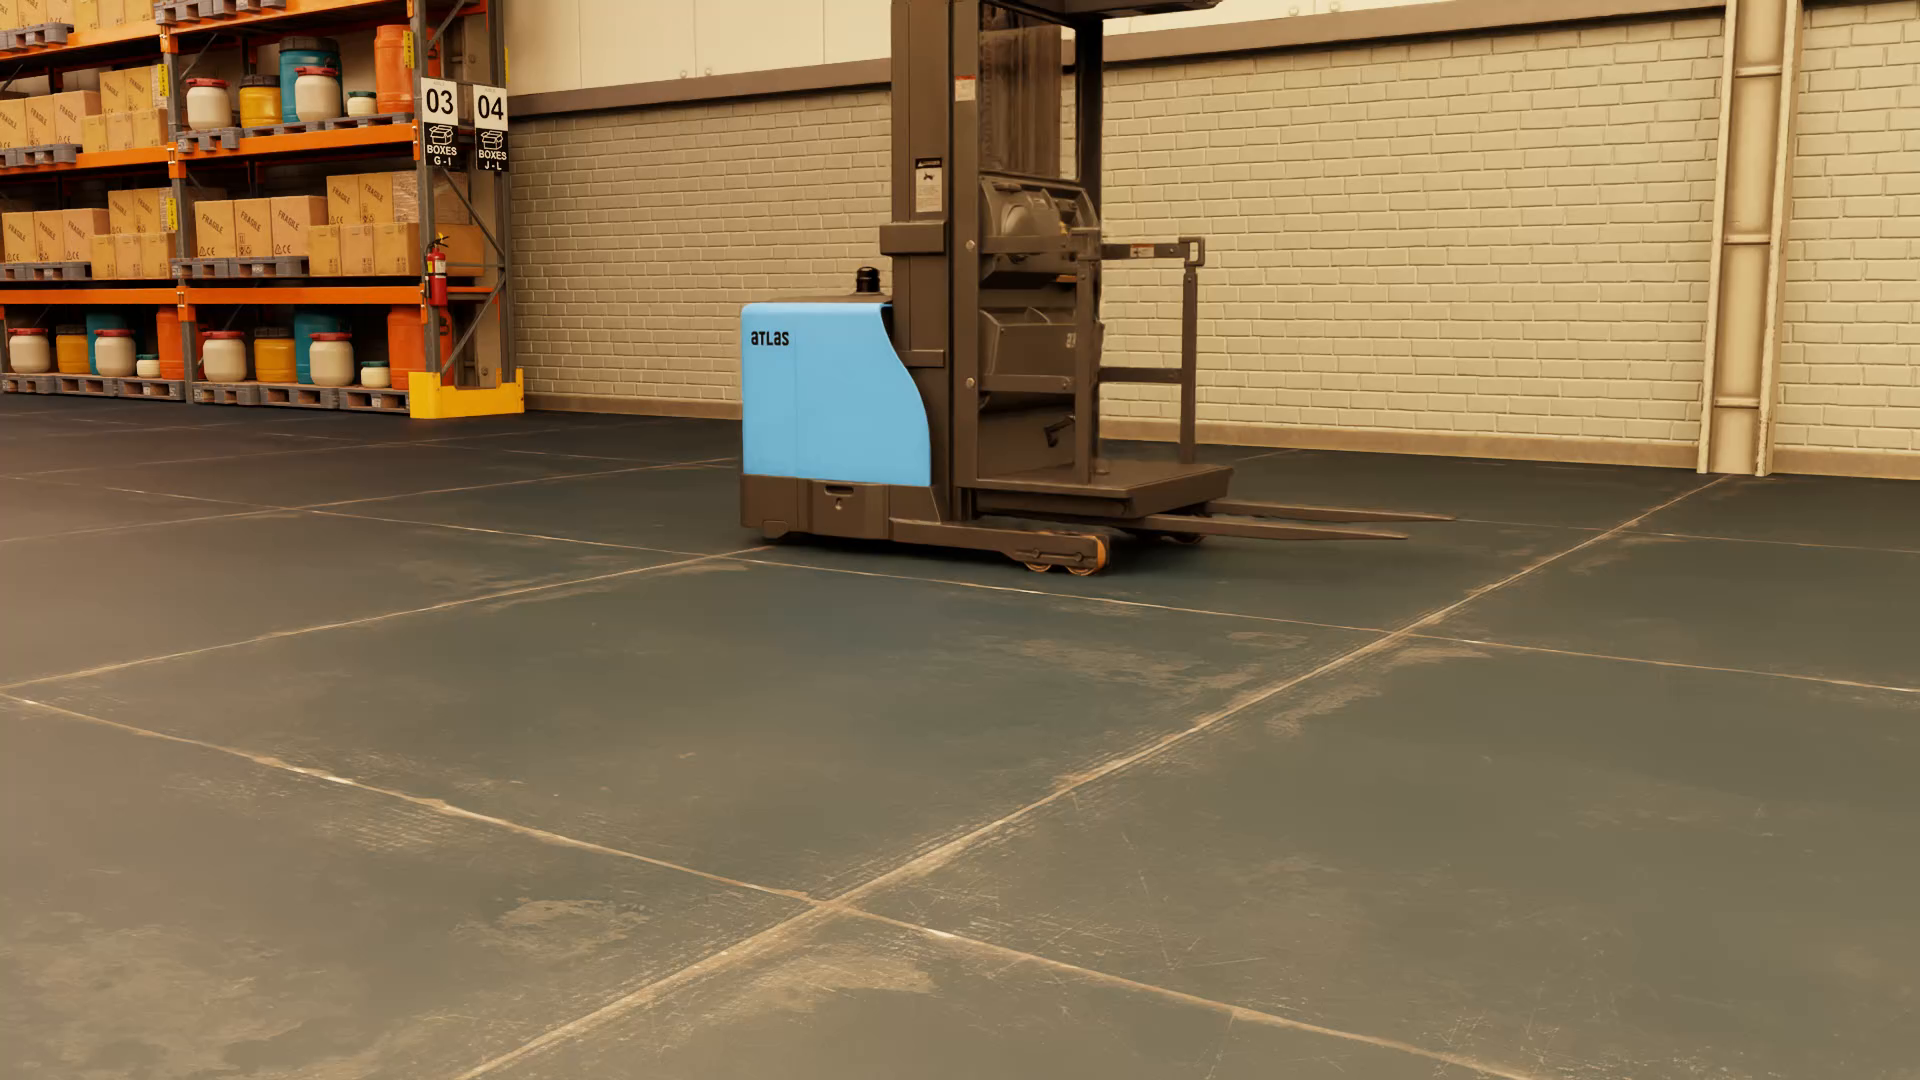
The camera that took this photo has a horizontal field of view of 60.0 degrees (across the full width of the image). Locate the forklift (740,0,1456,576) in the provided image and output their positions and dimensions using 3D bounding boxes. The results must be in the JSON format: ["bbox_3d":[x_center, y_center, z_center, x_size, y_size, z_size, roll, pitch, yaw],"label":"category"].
[{"bbox_3d":[0.526,-1.393,6.986,3.031,2.935,1.130,5,10,32],"label":"forklift"}]
